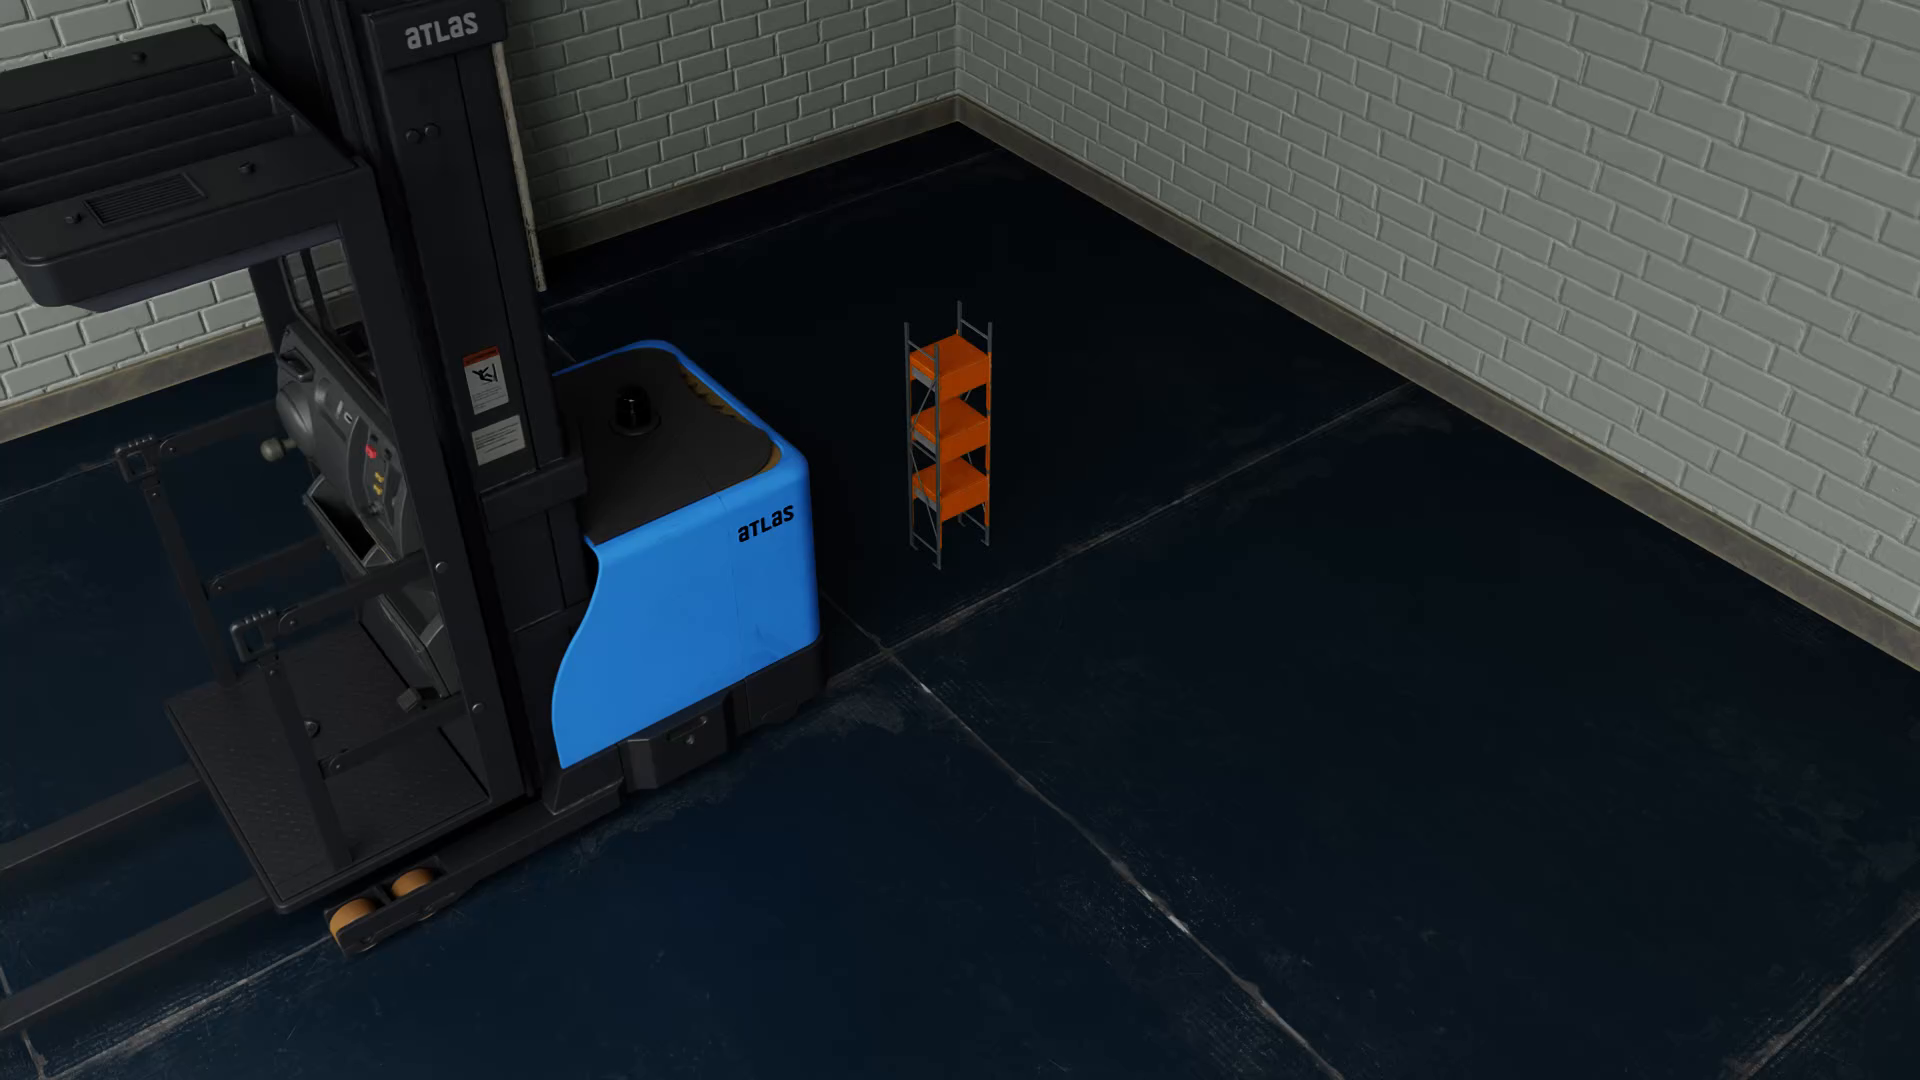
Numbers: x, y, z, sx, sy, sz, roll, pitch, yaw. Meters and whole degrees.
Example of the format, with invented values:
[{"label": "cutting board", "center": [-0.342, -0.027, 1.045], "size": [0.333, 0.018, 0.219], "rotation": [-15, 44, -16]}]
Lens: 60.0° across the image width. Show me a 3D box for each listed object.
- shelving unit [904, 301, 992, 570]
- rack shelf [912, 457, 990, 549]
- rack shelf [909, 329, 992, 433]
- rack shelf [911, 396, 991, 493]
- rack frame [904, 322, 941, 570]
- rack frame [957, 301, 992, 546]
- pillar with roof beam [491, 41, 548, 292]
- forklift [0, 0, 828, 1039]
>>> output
[{"label": "shelving unit", "center": [-0.042, -0.385, 6.392], "size": [0.252, 1.050, 0.215], "rotation": [-26, 46, -28]}, {"label": "rack shelf", "center": [-0.042, -0.162, 6.575], "size": [0.240, 0.259, 0.215], "rotation": [-26, 46, -28]}, {"label": "rack shelf", "center": [-0.042, -0.596, 6.219], "size": [0.240, 0.259, 0.215], "rotation": [-26, 46, -28]}, {"label": "rack shelf", "center": [-0.042, -0.377, 6.399], "size": [0.240, 0.259, 0.215], "rotation": [-26, 46, -28]}, {"label": "rack frame", "center": [-0.139, -0.338, 6.334], "size": [0.008, 1.050, 0.200], "rotation": [-26, 46, -28]}, {"label": "rack frame", "center": [0.054, -0.432, 6.449], "size": [0.008, 1.050, 0.200], "rotation": [-26, 46, -28]}, {"label": "pillar with roof beam", "center": [0.324, -2.563, 2.779], "size": [0.400, 9.000, 9.100], "rotation": [-26, 46, -28]}, {"label": "forklift", "center": [-1.951, -0.232, 4.722], "size": [3.031, 2.935, 1.130], "rotation": [-26, 46, -28]}]
